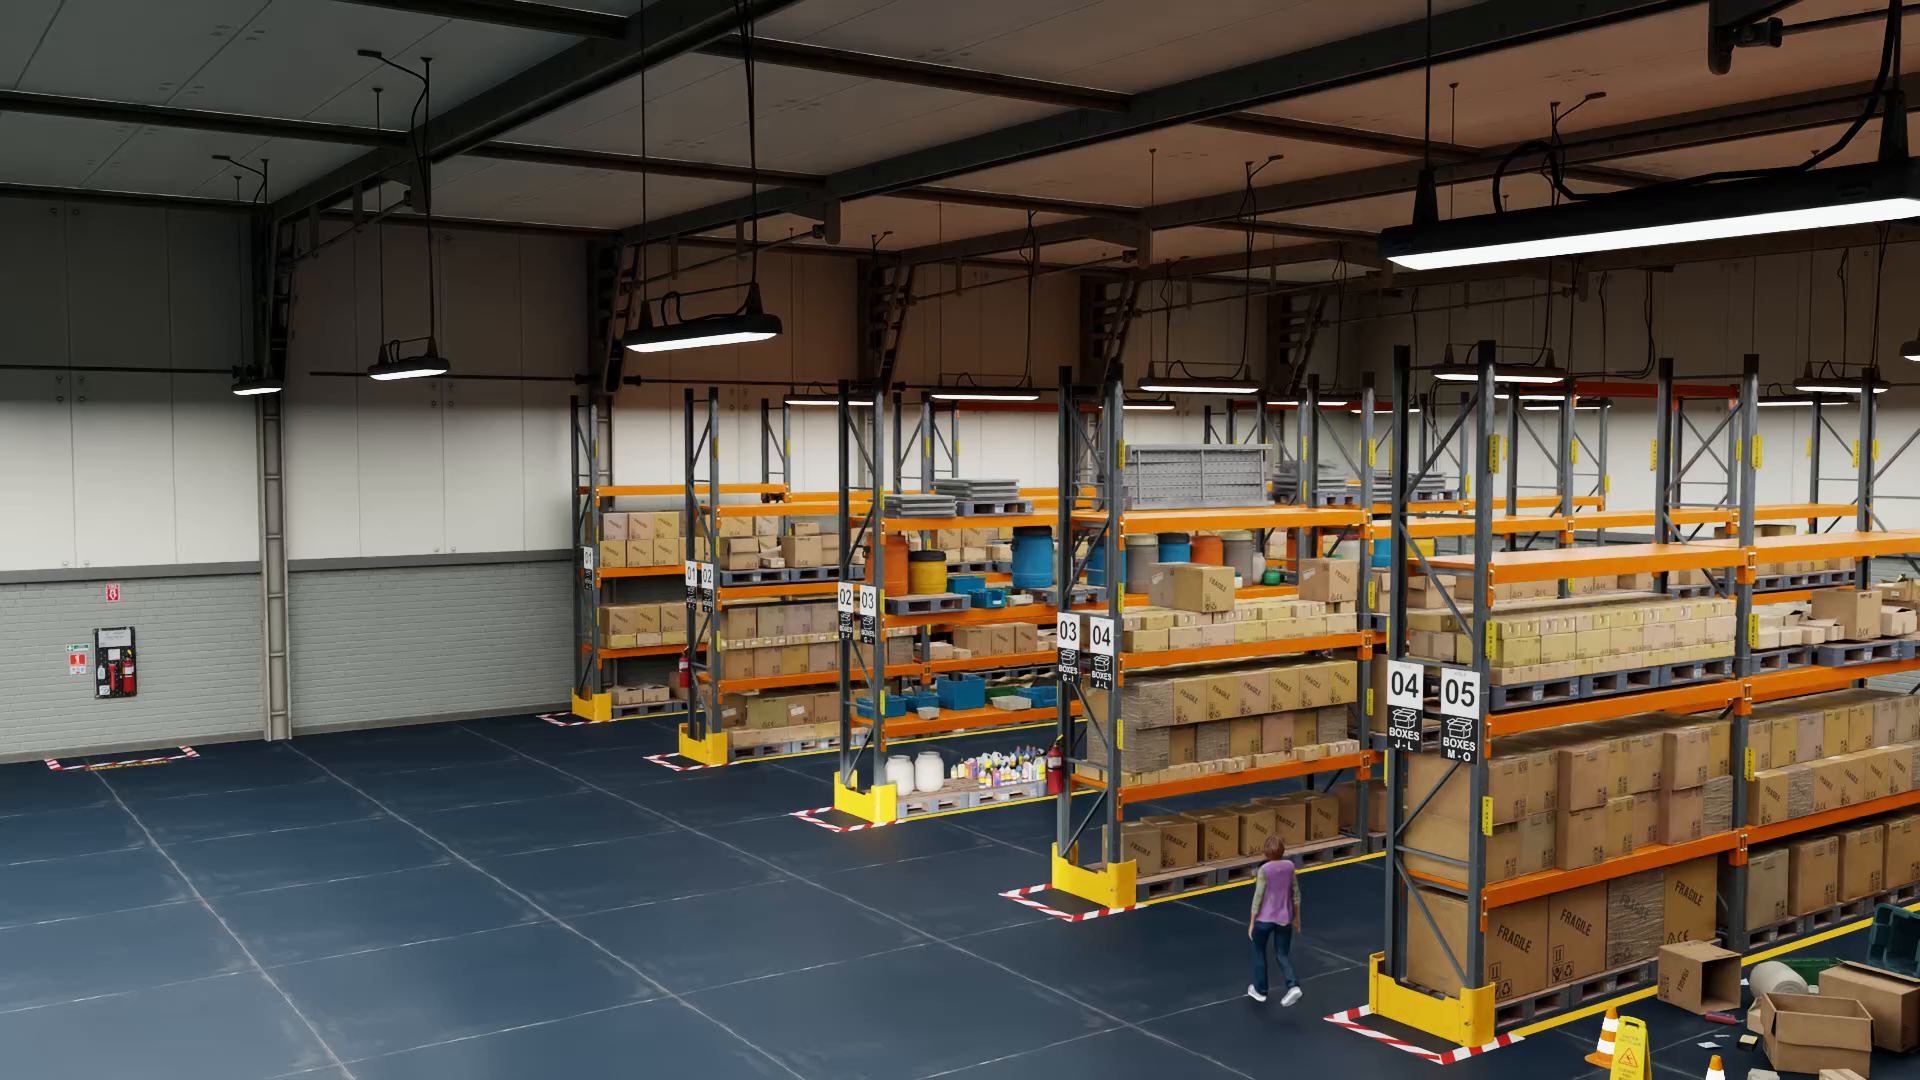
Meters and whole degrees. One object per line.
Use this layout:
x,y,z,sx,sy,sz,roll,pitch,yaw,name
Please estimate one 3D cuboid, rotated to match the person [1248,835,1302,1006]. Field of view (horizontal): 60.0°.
2.872,3.463,15.092,0.504,1.554,0.808,-1,3,-9,person
